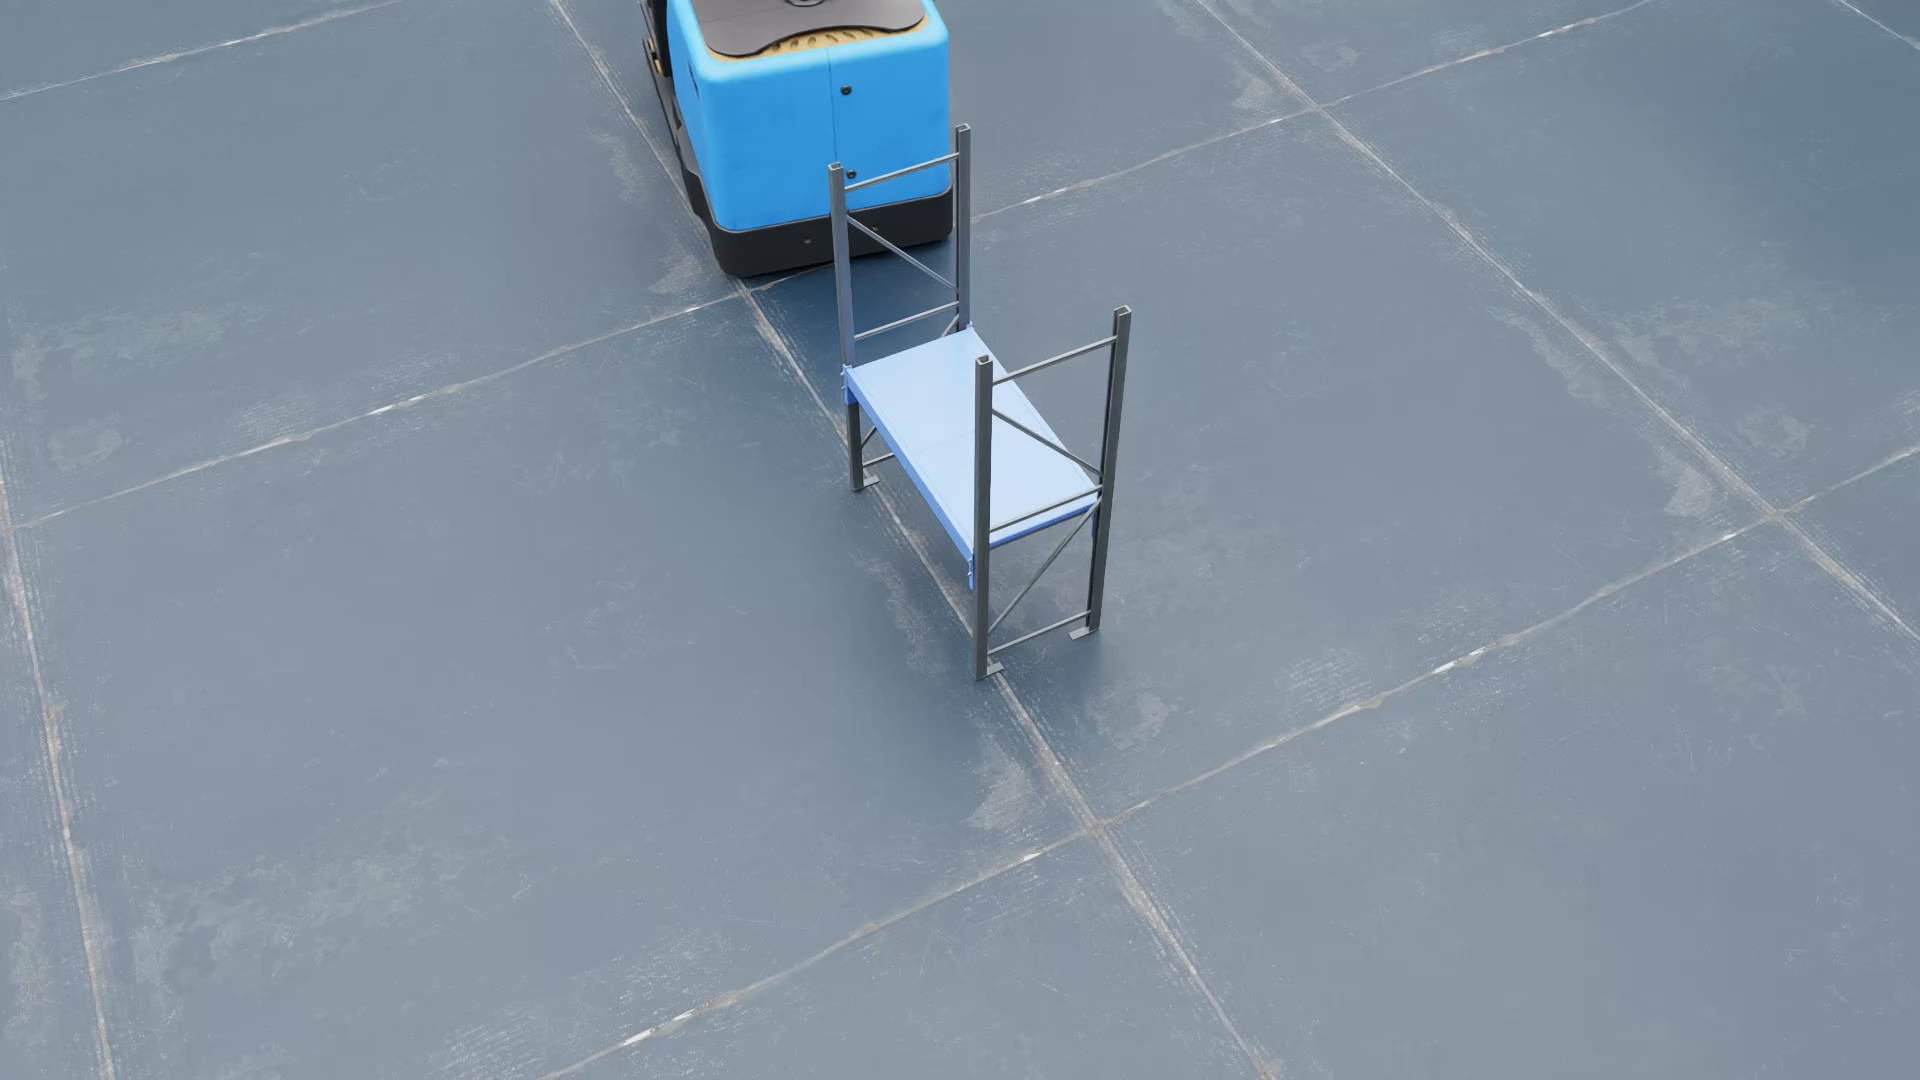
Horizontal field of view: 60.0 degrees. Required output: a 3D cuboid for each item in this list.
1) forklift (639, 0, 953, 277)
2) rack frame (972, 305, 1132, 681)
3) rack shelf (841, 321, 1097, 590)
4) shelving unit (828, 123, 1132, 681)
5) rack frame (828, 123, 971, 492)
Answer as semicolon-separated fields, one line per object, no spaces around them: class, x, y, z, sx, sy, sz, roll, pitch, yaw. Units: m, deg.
forklift;-0.940;-3.232;7.130;1.130;2.935;3.031;-13;50;-11
rack frame;0.272;-0.096;5.338;0.500;1.500;0.032;-21;52;-18
rack shelf;0.039;-0.318;5.771;0.538;0.185;1.000;-21;52;-18
shelving unit;0.039;-0.437;5.636;0.538;1.500;1.048;-21;52;-18
rack frame;-0.194;-0.777;5.933;0.500;1.500;0.032;-21;52;-18
